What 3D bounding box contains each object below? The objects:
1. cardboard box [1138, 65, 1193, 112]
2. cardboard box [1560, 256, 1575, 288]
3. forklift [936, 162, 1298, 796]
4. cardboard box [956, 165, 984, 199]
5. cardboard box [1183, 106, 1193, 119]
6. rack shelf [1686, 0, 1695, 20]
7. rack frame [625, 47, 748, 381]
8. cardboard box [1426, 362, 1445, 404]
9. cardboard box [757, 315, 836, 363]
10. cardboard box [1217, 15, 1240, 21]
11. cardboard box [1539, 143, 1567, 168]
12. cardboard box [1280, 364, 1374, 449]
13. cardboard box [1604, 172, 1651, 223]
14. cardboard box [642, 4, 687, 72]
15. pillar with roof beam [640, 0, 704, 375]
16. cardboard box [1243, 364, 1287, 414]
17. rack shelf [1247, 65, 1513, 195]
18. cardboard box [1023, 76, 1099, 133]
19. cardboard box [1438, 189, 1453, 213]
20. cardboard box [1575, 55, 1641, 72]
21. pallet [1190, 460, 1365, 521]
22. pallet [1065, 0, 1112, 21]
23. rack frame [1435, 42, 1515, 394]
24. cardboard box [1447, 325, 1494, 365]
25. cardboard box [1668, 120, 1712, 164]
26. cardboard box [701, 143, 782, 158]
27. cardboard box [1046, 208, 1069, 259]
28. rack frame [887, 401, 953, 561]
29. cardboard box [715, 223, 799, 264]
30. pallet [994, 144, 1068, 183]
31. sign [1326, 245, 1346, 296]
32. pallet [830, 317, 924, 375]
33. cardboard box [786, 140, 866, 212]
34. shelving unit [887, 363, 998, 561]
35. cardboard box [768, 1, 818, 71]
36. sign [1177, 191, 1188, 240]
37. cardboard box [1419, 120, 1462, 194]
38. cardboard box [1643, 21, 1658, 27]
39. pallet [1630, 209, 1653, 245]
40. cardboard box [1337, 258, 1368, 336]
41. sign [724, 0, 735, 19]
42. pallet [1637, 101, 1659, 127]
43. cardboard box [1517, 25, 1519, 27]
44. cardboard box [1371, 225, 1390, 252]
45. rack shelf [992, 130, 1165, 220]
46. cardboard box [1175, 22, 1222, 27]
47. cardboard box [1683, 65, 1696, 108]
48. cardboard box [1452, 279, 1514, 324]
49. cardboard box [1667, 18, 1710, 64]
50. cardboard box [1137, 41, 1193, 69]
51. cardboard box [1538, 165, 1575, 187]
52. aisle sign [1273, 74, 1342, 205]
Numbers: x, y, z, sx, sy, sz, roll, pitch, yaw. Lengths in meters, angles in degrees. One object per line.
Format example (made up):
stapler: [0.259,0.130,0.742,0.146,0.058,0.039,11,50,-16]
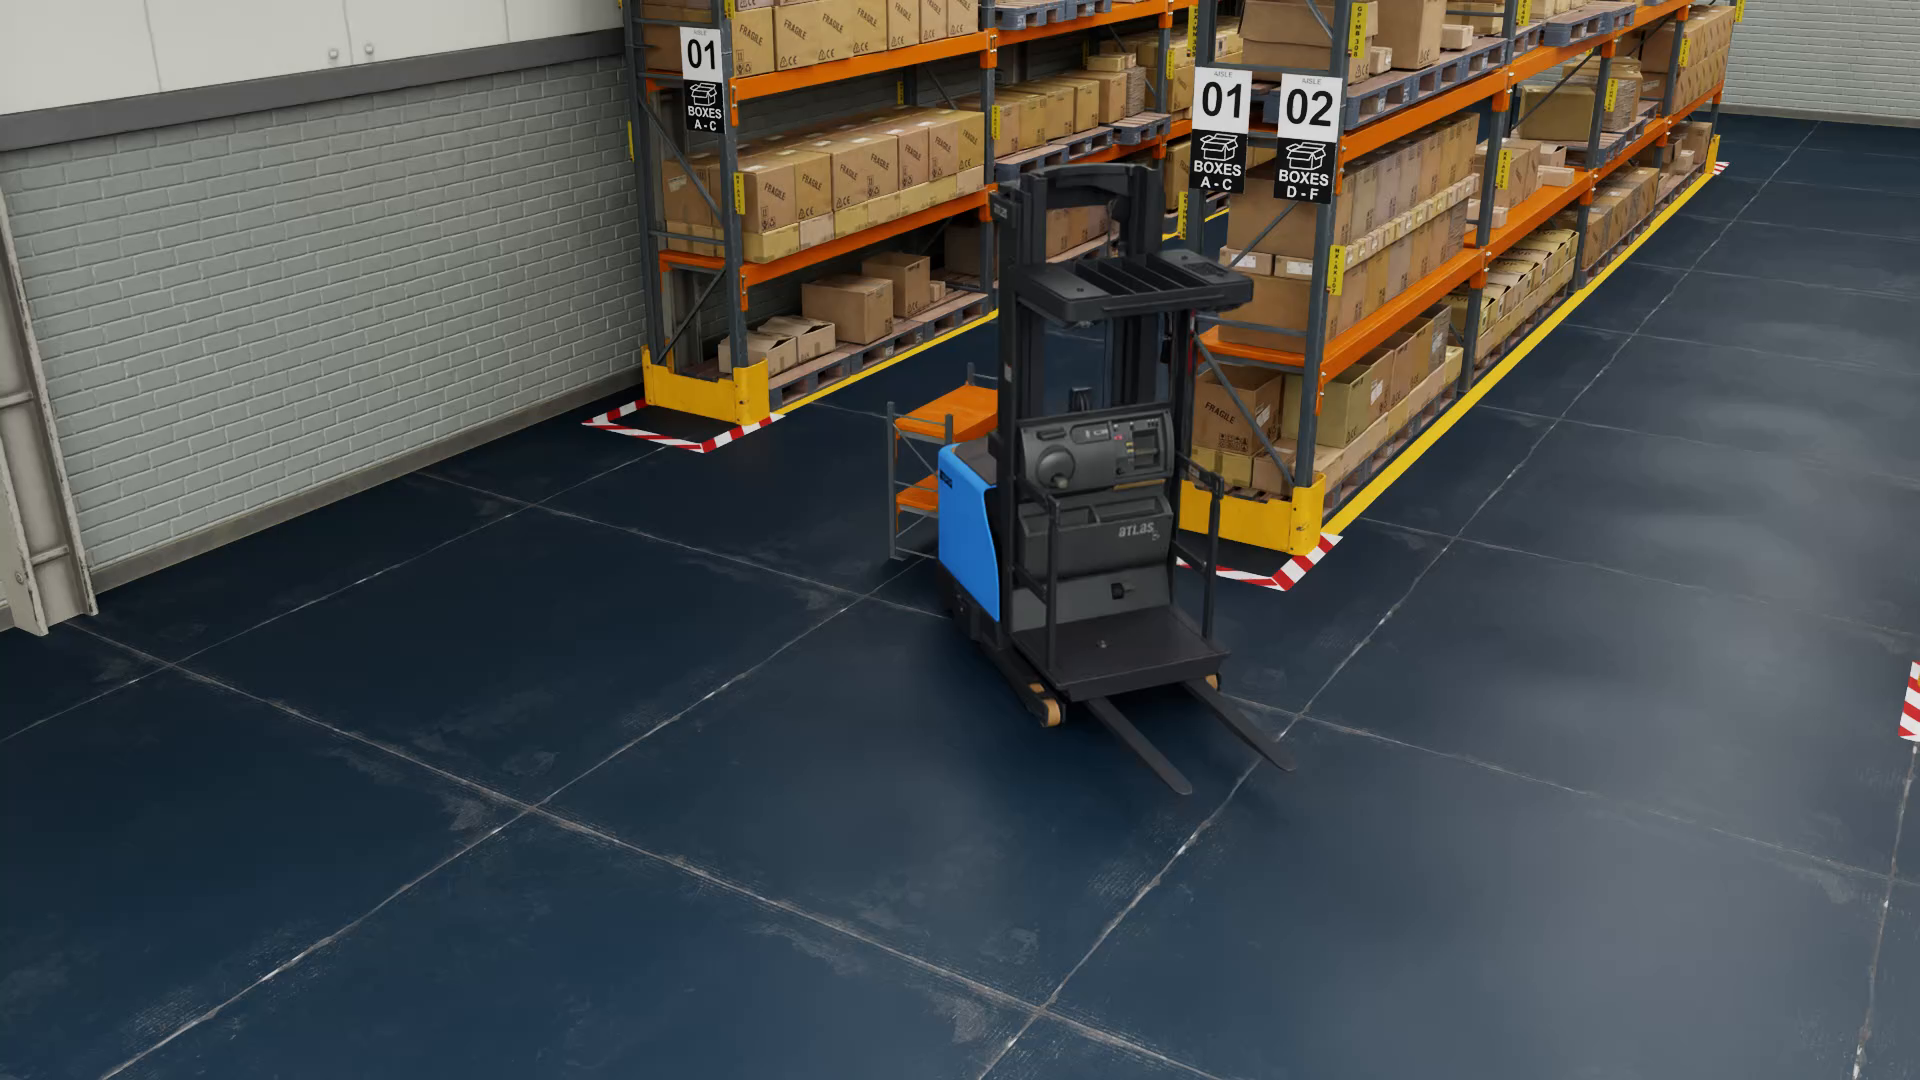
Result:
cardboard box: [2.468,-5.484,20.117,0.500,0.500,0.500,15,27,30]
cardboard box: [6.135,-2.848,17.485,0.500,0.250,0.500,15,27,30]
forklift: [0.859,-0.482,9.173,1.130,2.935,3.031,-9,25,-20]
cardboard box: [-0.108,-3.549,16.337,0.500,0.250,0.500,14,27,29]
cardboard box: [2.717,-5.294,20.494,0.380,0.149,0.250,15,27,31]
rack shelf: [9.370,-7.217,21.775,1.077,0.370,4.000,14,27,29]
rack frame: [-2.226,-2.482,13.708,1.000,3.000,0.127,14,27,29]
cardboard box: [3.764,-1.357,14.042,0.500,0.250,0.500,14,27,29]
cardboard box: [-1.483,-1.857,15.095,0.500,0.311,0.500,16,28,33]
cardboard box: [3.640,-6.967,22.599,0.500,0.250,0.500,15,27,31]
cardboard box: [5.976,-3.991,17.306,0.500,0.311,0.500,16,28,32]
cardboard box: [2.719,-1.024,12.328,0.500,0.500,0.500,14,27,29]
cardboard box: [8.030,-4.159,20.173,0.500,0.500,0.500,14,27,29]
cardboard box: [-2.221,-4.108,13.536,0.500,0.500,0.500,16,28,33]
pillar with roof beam: [1.066,-4.751,11.397,9.100,9.000,0.400,14,27,29]
cardboard box: [2.530,-1.304,12.976,0.500,0.500,0.500,14,27,29]
rack shelf: [3.040,-3.167,12.419,1.077,0.370,4.000,14,27,29]
cardboard box: [1.117,-4.844,18.485,0.700,0.500,0.500,14,27,29]
cardboard box: [3.728,-2.742,13.365,0.380,0.149,0.250,14,27,29]
cardboard box: [7.875,-5.621,20.304,0.700,0.500,0.500,5,24,11]
pallet: [2.353,-0.433,12.484,1.003,0.211,1.213,14,27,29]
pallet: [0.845,-5.659,17.508,1.213,0.211,1.003,14,27,29]
rack frame: [4.095,-2.795,14.432,1.000,3.000,0.127,14,27,29]
cardboard box: [4.518,-1.811,15.089,0.500,0.250,0.500,13,27,28]
cardboard box: [10.347,-5.665,23.653,0.500,0.500,0.500,14,27,29]
cardboard box: [-1.884,-3.138,14.443,0.500,0.500,0.500,14,27,30]
cardboard box: [0.792,-3.488,18.623,0.700,0.500,0.500,14,27,30]
rack frame: [-0.265,-0.347,11.135,0.500,1.125,0.032,14,27,29]
cardboard box: [-1.698,-2.521,13.961,0.500,0.250,0.500,13,27,27]
pallet: [0.411,-3.972,17.390,1.003,0.211,1.213,14,27,29]
sign: [2.453,-1.761,10.852,0.100,0.325,0.005,14,27,29]
pallet: [-1.083,-1.905,15.885,1.003,0.211,1.213,14,27,29]
cardboard box: [-1.171,-3.203,14.592,0.500,0.500,0.500,13,27,27]
shelving unit: [0.004,-0.518,11.532,0.538,1.125,1.048,14,27,29]
cardboard box: [-1.523,-4.148,13.630,0.500,0.500,0.500,16,28,32]
sign: [1.531,-2.204,11.310,0.100,0.325,0.005,14,27,29]
cardboard box: [3.601,-3.115,13.411,0.700,0.500,0.500,14,27,29]
cardboard box: [8.630,-6.399,21.371,0.500,0.500,0.500,13,27,28]
pallet: [7.918,-3.933,20.570,1.003,0.211,1.213,14,27,29]
cardboard box: [2.515,-1.824,12.063,0.700,0.500,0.500,15,27,30]
sign: [-1.764,-4.146,12.676,0.100,0.325,0.005,14,27,29]
pallet: [7.801,-5.161,20.137,1.003,0.211,1.213,14,27,29]
cardboard box: [4.715,-4.688,14.687,0.500,0.250,0.500,11,26,24]
cardboard box: [2.918,-2.225,12.172,0.380,0.149,0.250,13,27,27]
rack shelf: [0.939,-4.177,18.529,1.077,0.370,4.000,14,27,29]
cardboard box: [3.110,-6.619,21.795,0.500,0.250,0.500,13,27,27]
cardboard box: [9.083,-5.830,21.315,0.500,0.500,0.500,14,27,30]
cardboard box: [4.793,-2.239,15.372,0.500,0.311,0.500,14,27,28]
cardboard box: [9.346,-6.448,21.485,0.500,0.500,0.500,13,27,27]
cardboard box: [2.468,-5.827,19.965,0.500,0.250,0.500,15,27,30]
cardboard box: [5.965,-3.669,16.765,0.380,0.149,0.250,14,27,29]
aisle sign: [2.210,-2.552,10.597,0.394,0.787,0.004,14,27,29]
